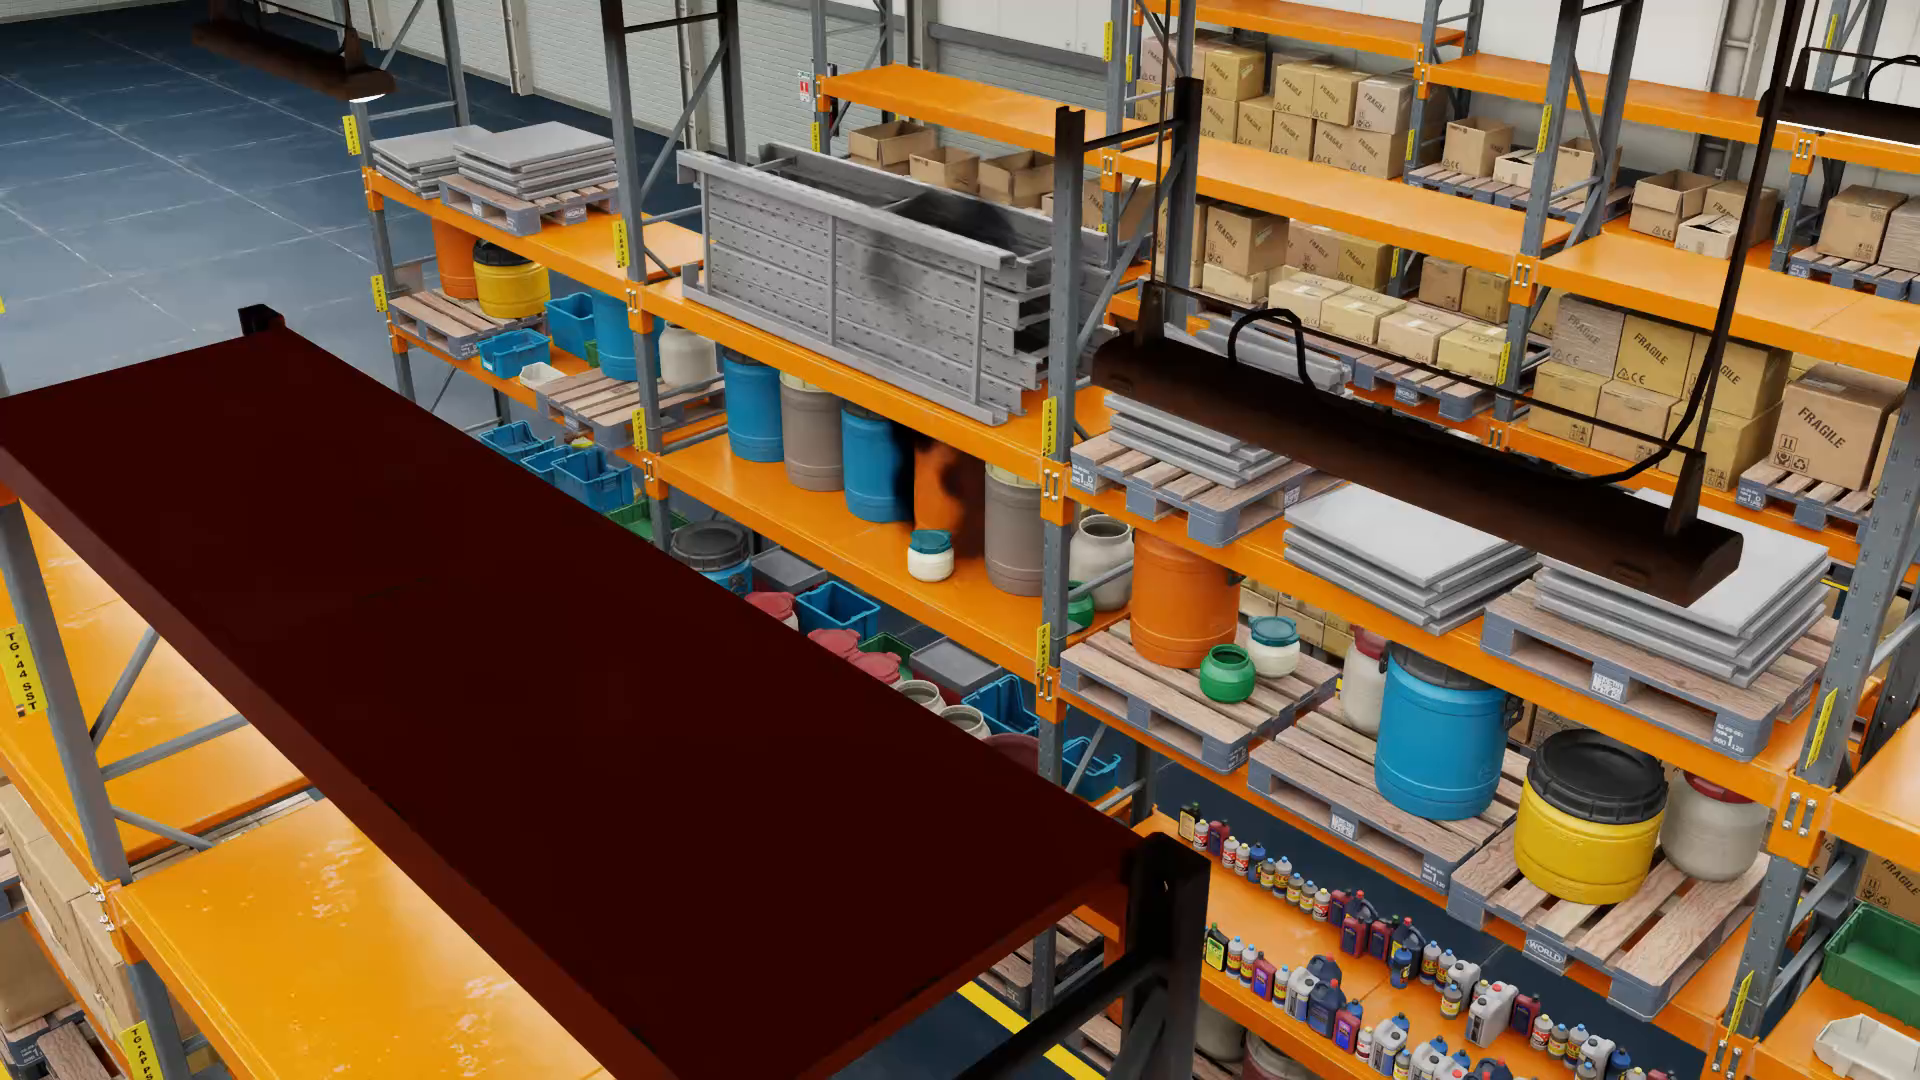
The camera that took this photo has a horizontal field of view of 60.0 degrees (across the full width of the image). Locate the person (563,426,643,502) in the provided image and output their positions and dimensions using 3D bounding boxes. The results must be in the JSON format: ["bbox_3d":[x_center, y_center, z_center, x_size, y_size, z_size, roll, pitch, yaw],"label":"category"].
[{"bbox_3d":[-3.807,-1.034,16.934,1.129,1.755,0.690,13,31,23],"label":"person"}]

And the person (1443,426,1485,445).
[{"bbox_3d":[4.954,-0.684,16.429,0.830,1.665,0.607,21,35,34],"label":"person"}]
